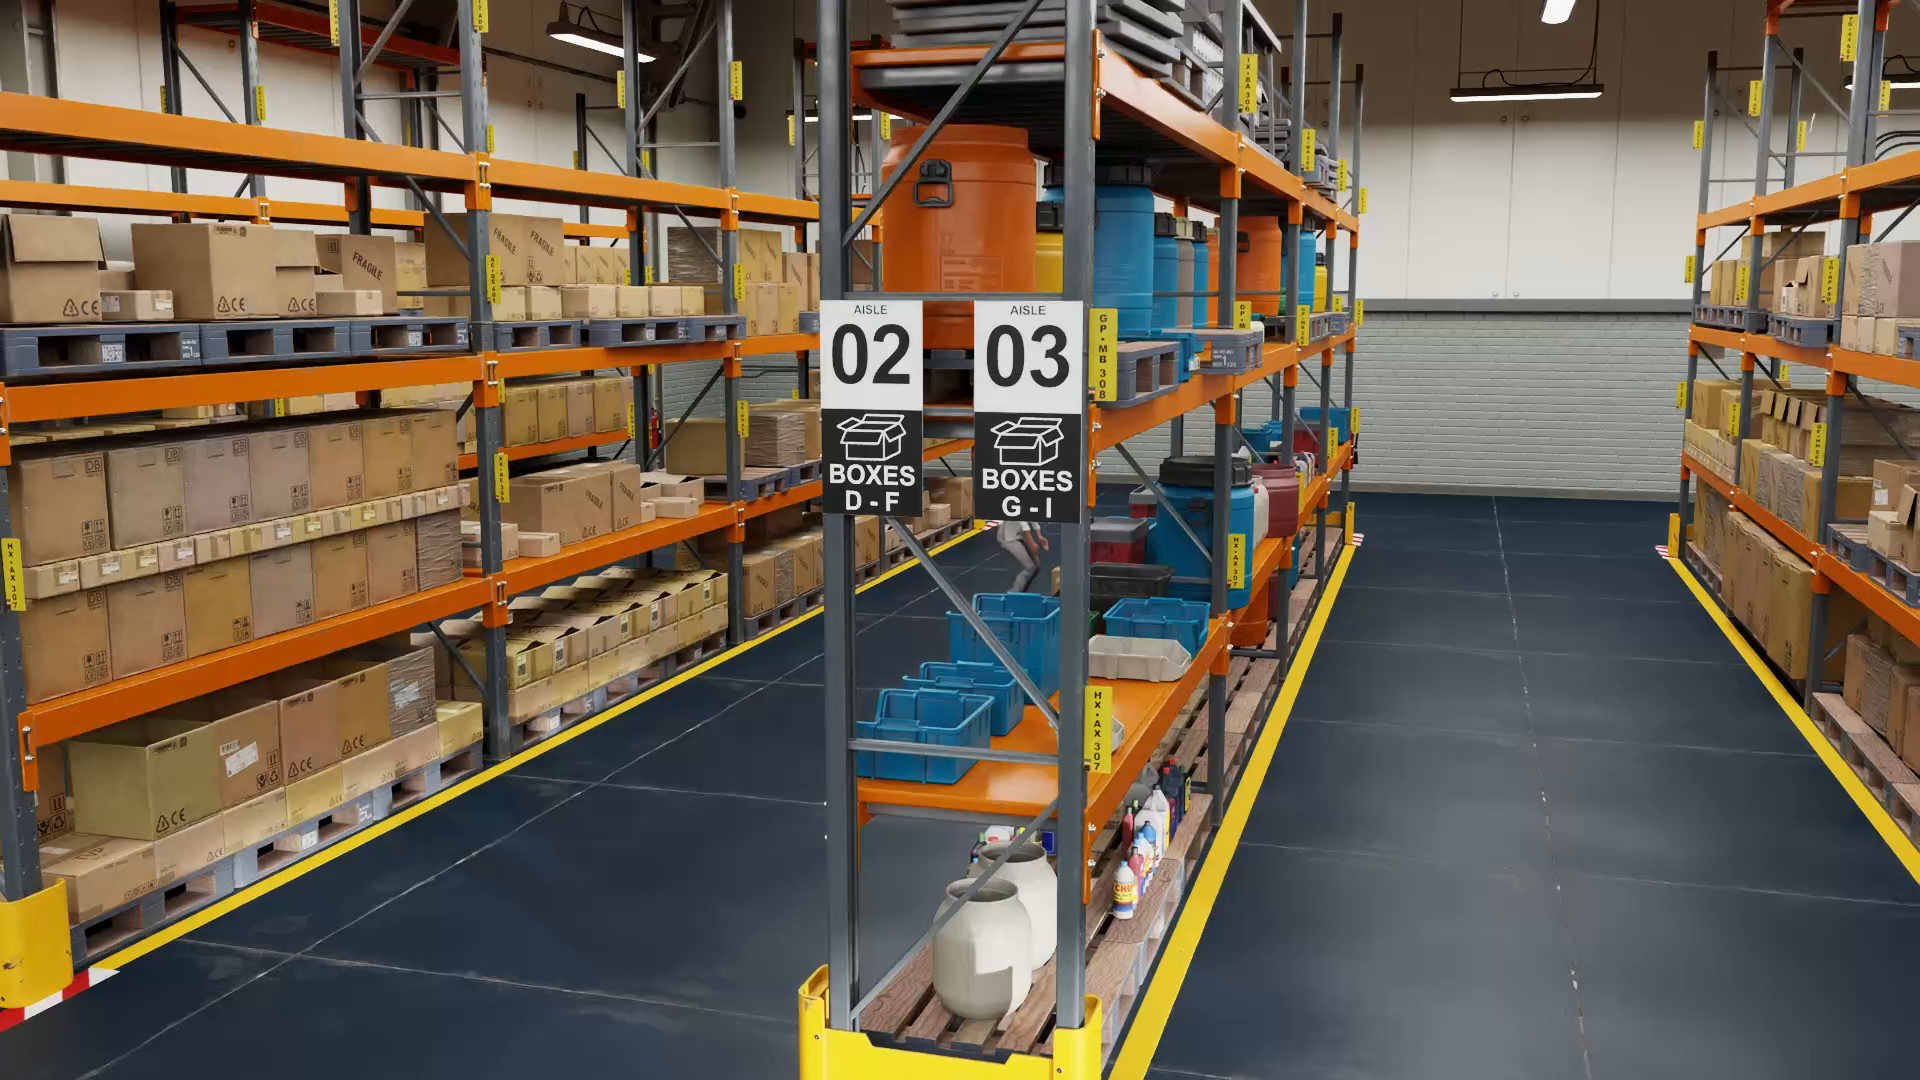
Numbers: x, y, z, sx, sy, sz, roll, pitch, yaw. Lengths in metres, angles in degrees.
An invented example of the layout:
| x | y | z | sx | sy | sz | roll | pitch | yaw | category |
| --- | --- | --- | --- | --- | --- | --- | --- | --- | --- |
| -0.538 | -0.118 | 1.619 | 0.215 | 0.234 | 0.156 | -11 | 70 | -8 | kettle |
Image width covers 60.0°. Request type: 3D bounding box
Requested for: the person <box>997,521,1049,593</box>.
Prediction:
| x | y | z | sx | sy | sz | roll | pitch | yaw | category |
| --- | --- | --- | --- | --- | --- | --- | --- | --- | --- |
| 0.652 | 0.014 | 16.890 | 0.539 | 1.429 | 0.454 | 3 | 9 | 17 | person |
